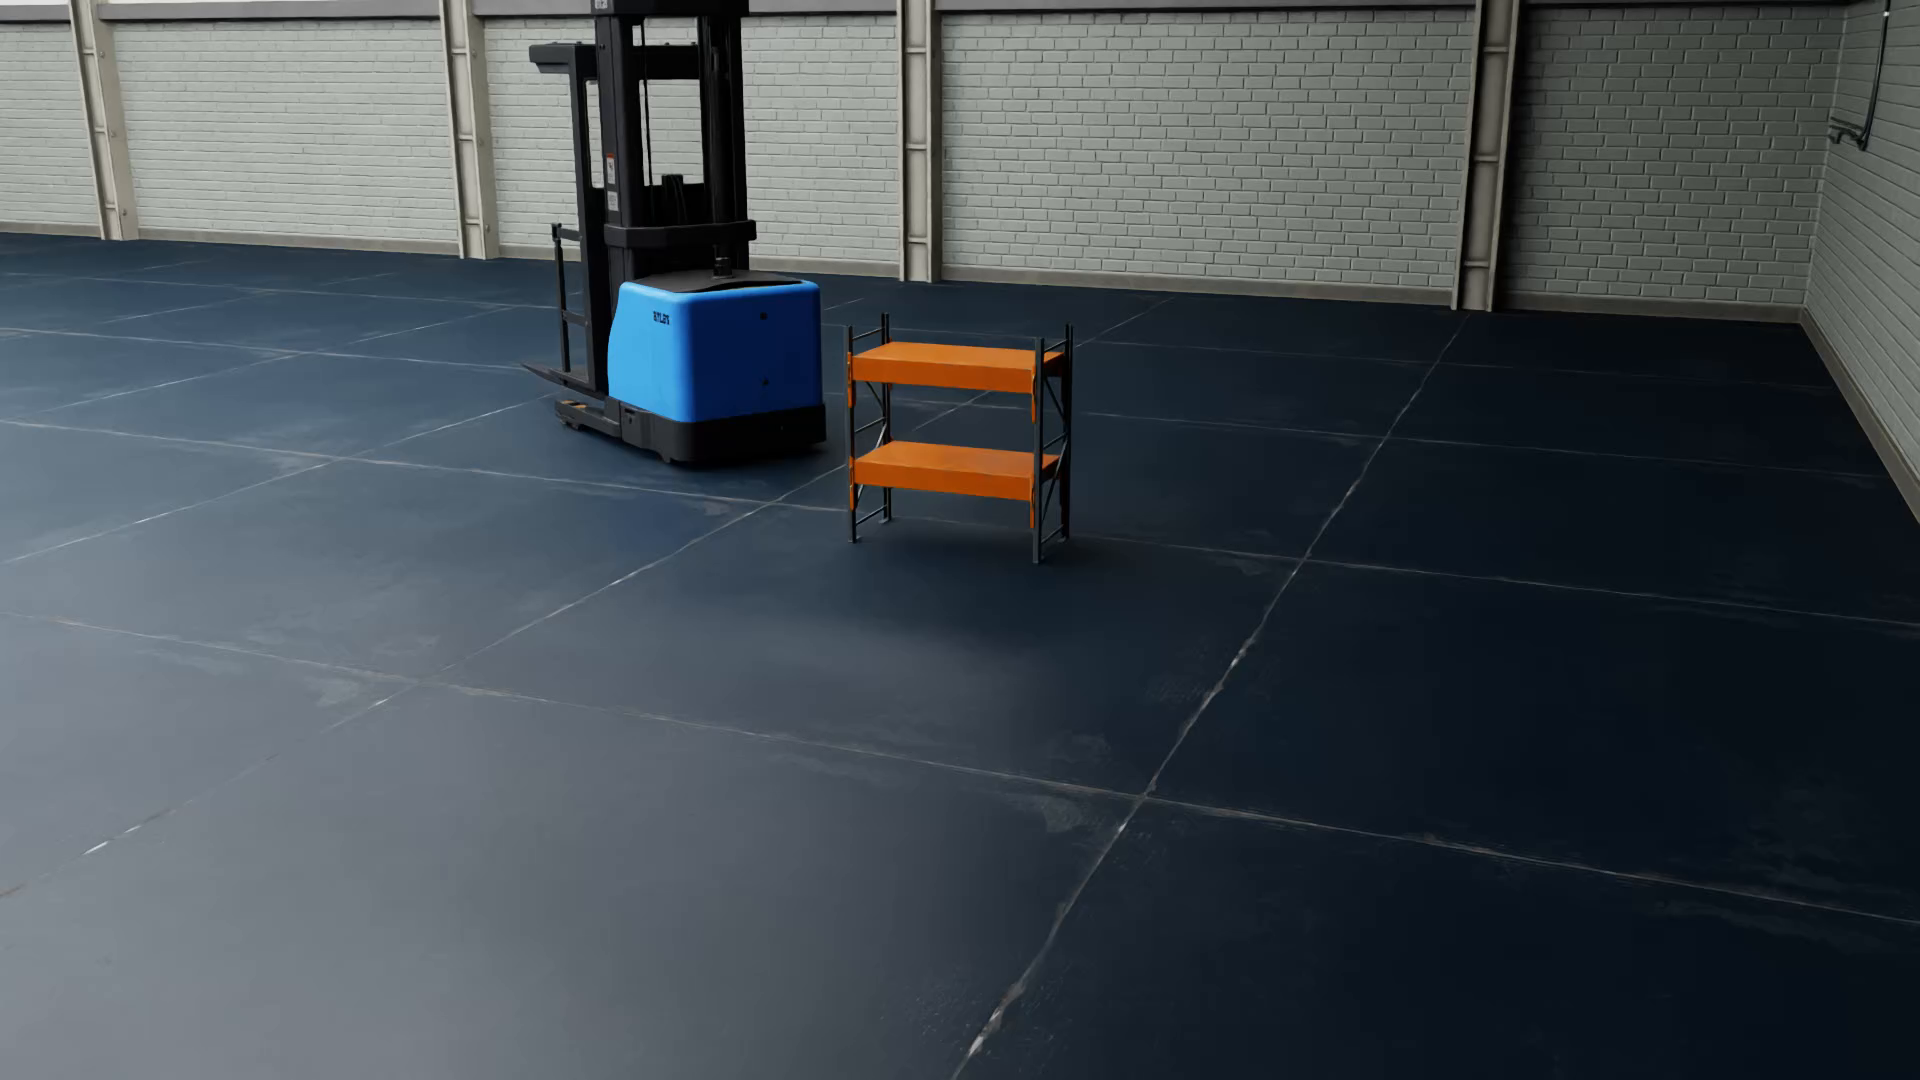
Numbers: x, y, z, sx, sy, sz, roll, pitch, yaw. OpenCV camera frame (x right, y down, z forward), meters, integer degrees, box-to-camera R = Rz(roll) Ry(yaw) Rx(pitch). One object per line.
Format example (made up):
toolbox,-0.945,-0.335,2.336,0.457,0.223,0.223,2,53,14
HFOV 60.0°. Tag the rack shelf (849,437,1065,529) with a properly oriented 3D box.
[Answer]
rack shelf,-0.006,-0.306,8.587,1.000,0.278,0.538,6,17,21

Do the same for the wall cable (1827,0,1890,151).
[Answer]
wall cable,7.395,-4.505,13.622,0.112,2.526,3.097,6,17,21

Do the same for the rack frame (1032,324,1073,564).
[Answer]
rack frame,0.467,-0.489,8.340,0.032,1.125,0.500,6,17,21

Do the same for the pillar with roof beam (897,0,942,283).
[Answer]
pillar with roof beam,-2.022,-6.138,13.677,0.400,9.000,9.100,6,17,21

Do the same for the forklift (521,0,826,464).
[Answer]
forklift,-2.124,-2.228,11.092,1.130,2.935,3.031,-11,20,-34

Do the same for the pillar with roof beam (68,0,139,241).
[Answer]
pillar with roof beam,-13.185,-7.366,17.905,0.400,9.000,9.100,6,17,21

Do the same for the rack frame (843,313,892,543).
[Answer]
rack frame,-0.479,-0.593,8.698,0.032,1.125,0.500,6,17,21

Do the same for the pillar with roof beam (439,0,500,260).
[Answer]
pillar with roof beam,-7.603,-6.752,15.791,0.400,9.000,9.100,6,17,21

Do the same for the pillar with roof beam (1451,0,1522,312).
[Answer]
pillar with roof beam,3.560,-5.524,11.562,0.400,9.000,9.100,6,17,21

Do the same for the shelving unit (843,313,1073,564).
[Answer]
shelving unit,-0.006,-0.541,8.519,1.048,1.125,0.538,6,17,21

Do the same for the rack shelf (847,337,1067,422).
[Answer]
rack shelf,-0.006,-0.822,8.438,1.000,0.278,0.538,6,17,21
